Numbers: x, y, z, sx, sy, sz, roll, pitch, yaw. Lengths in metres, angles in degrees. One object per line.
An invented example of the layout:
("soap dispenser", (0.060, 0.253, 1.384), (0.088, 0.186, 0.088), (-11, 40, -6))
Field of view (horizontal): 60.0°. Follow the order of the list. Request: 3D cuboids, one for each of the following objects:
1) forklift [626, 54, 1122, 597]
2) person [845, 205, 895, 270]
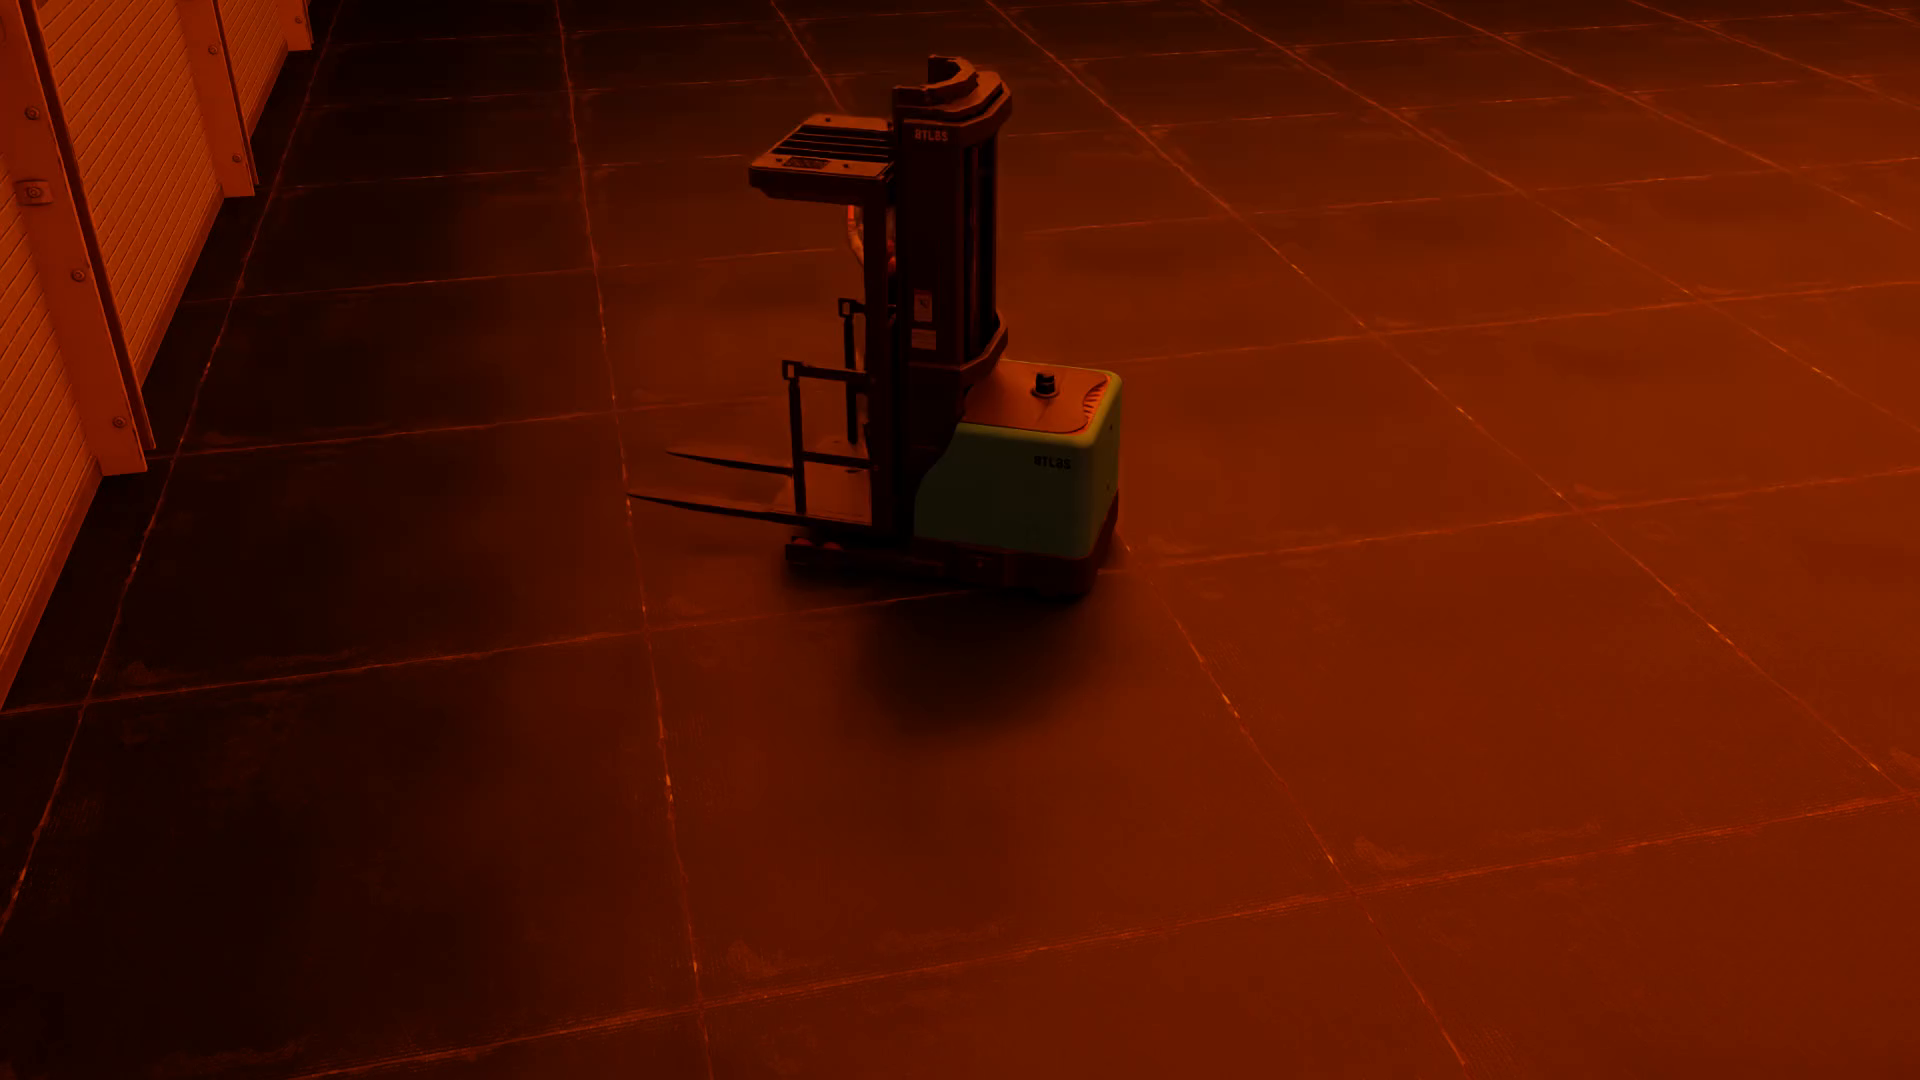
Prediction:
("forklift", (-0.577, -1.331, 9.874), (3.031, 2.935, 1.130), (8, 31, 13))
("person", (-0.442, -1.992, 11.835), (0.813, 0.925, 0.587), (7, 31, 12))
